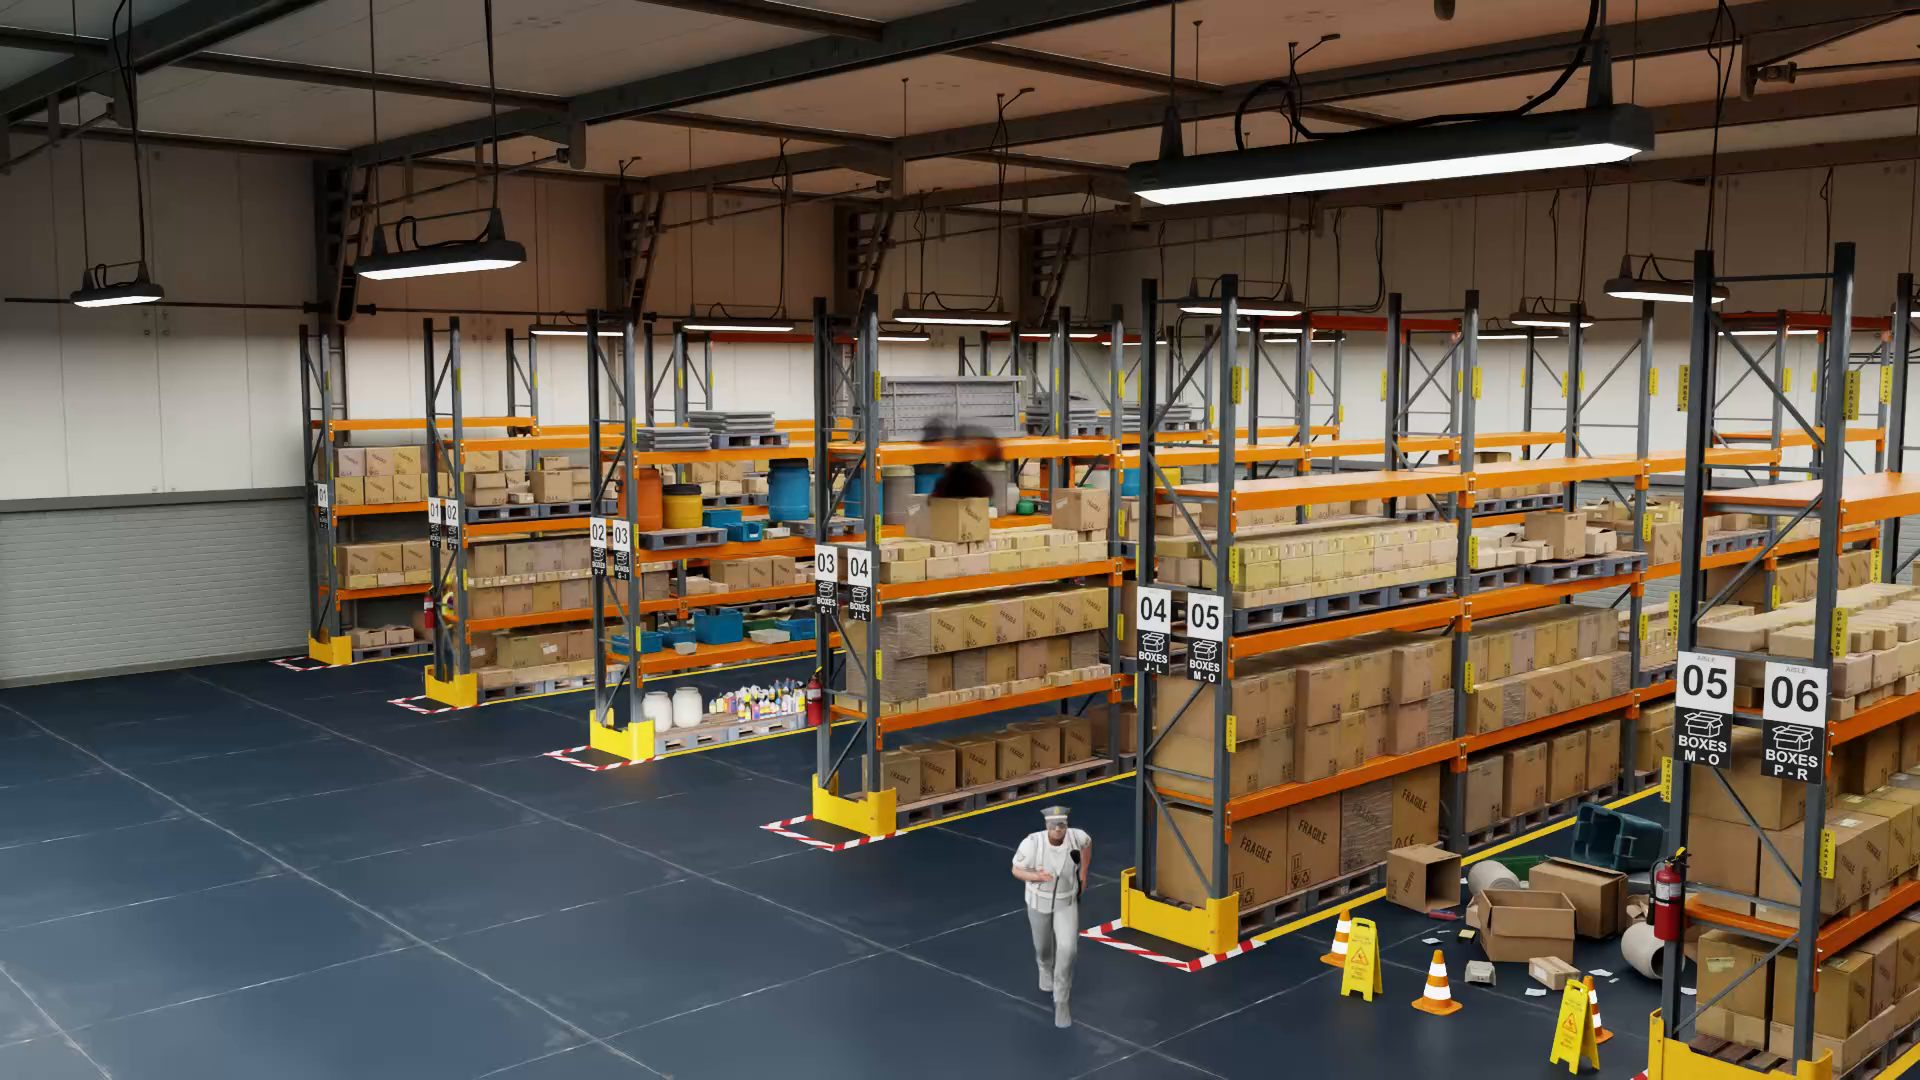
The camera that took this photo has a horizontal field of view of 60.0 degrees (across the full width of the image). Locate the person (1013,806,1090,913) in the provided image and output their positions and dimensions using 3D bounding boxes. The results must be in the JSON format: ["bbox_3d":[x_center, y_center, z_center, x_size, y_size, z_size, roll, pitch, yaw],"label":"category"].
[{"bbox_3d":[0.737,2.522,13.324,0.632,0.903,0.512,0,6,2],"label":"person"}]

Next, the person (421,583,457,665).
[{"bbox_3d":[-8.649,1.453,28.039,0.709,1.636,0.764,4,7,34],"label":"person"}]

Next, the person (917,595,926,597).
[{"bbox_3d":[-0.759,1.345,29.620,0.643,1.553,0.589,6,8,44],"label":"person"}]
